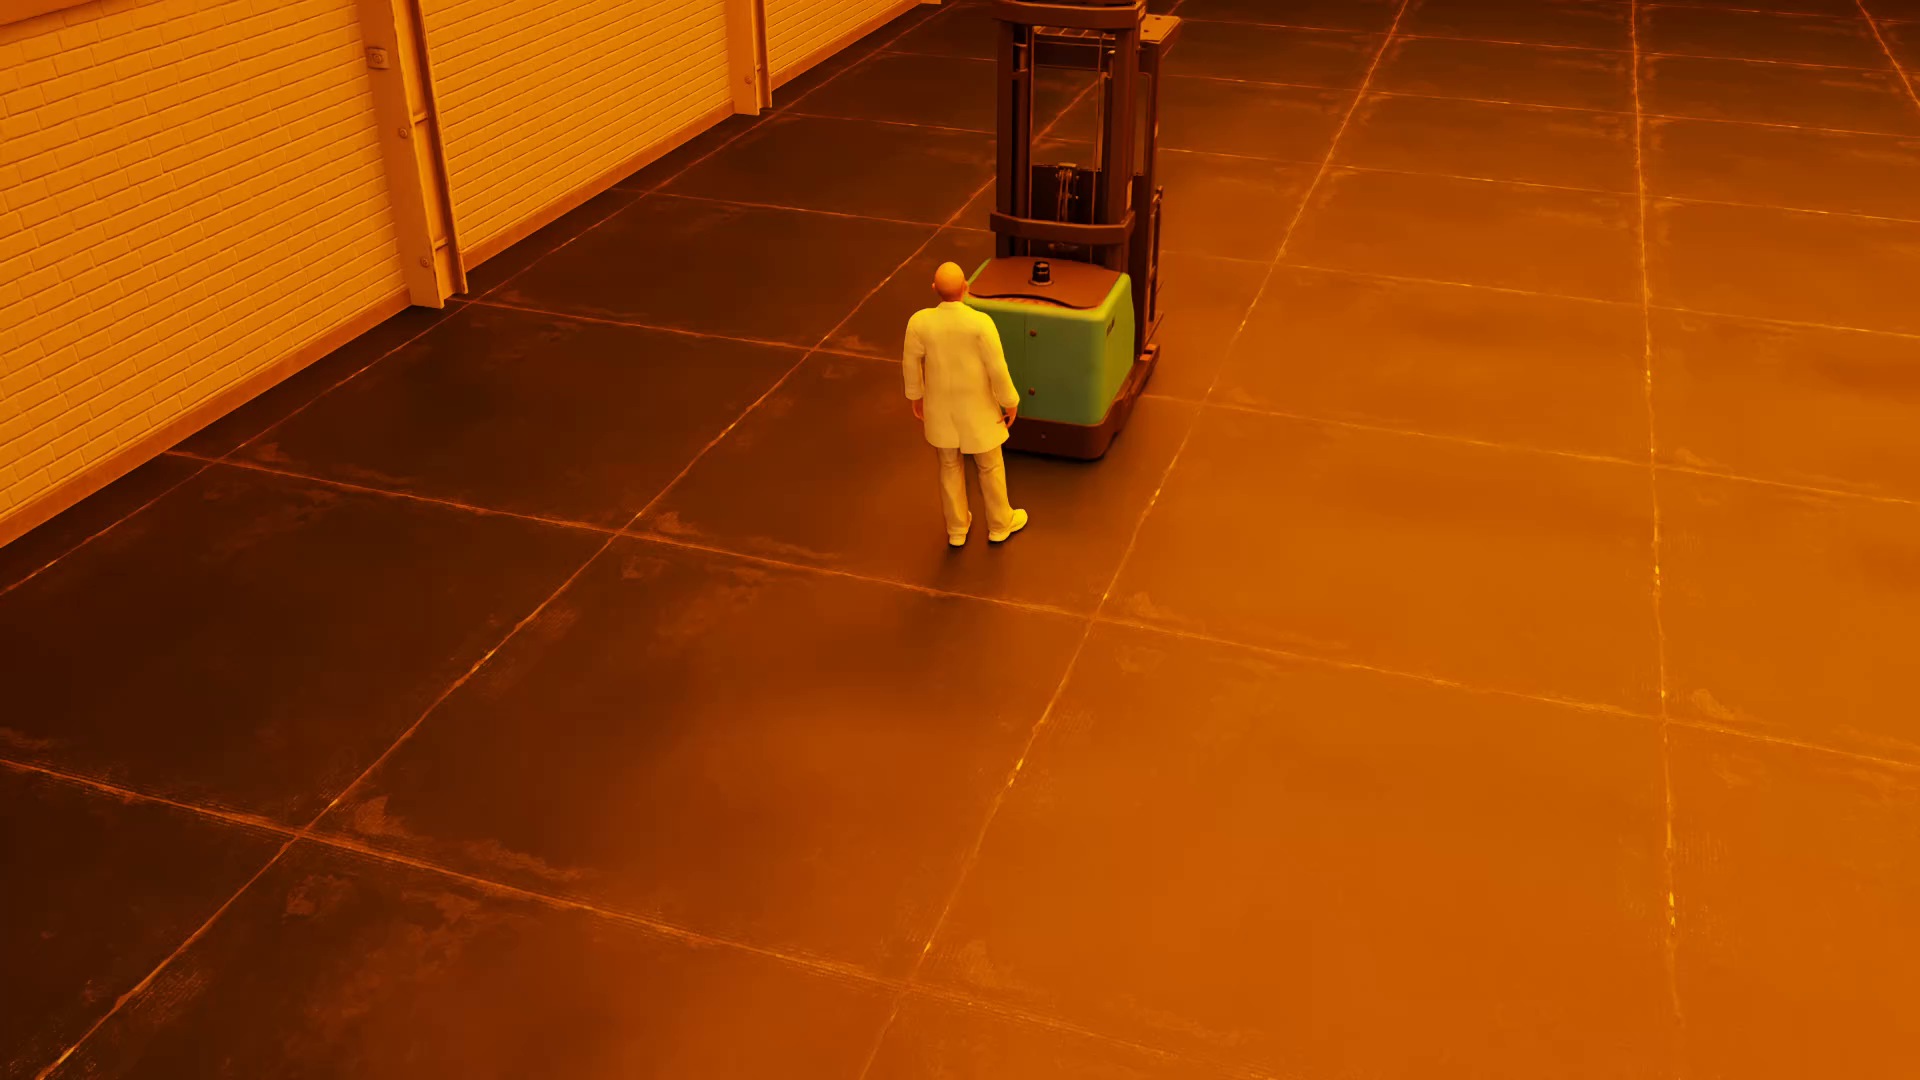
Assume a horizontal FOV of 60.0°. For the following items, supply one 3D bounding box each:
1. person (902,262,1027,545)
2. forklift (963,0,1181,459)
[{"bbox_3d":[0.033,-0.821,9.727,0.696,1.777,0.578,10,31,16],"label":"person"},{"bbox_3d":[0.857,-2.520,11.557,1.130,2.935,3.031,9,31,15],"label":"forklift"}]
